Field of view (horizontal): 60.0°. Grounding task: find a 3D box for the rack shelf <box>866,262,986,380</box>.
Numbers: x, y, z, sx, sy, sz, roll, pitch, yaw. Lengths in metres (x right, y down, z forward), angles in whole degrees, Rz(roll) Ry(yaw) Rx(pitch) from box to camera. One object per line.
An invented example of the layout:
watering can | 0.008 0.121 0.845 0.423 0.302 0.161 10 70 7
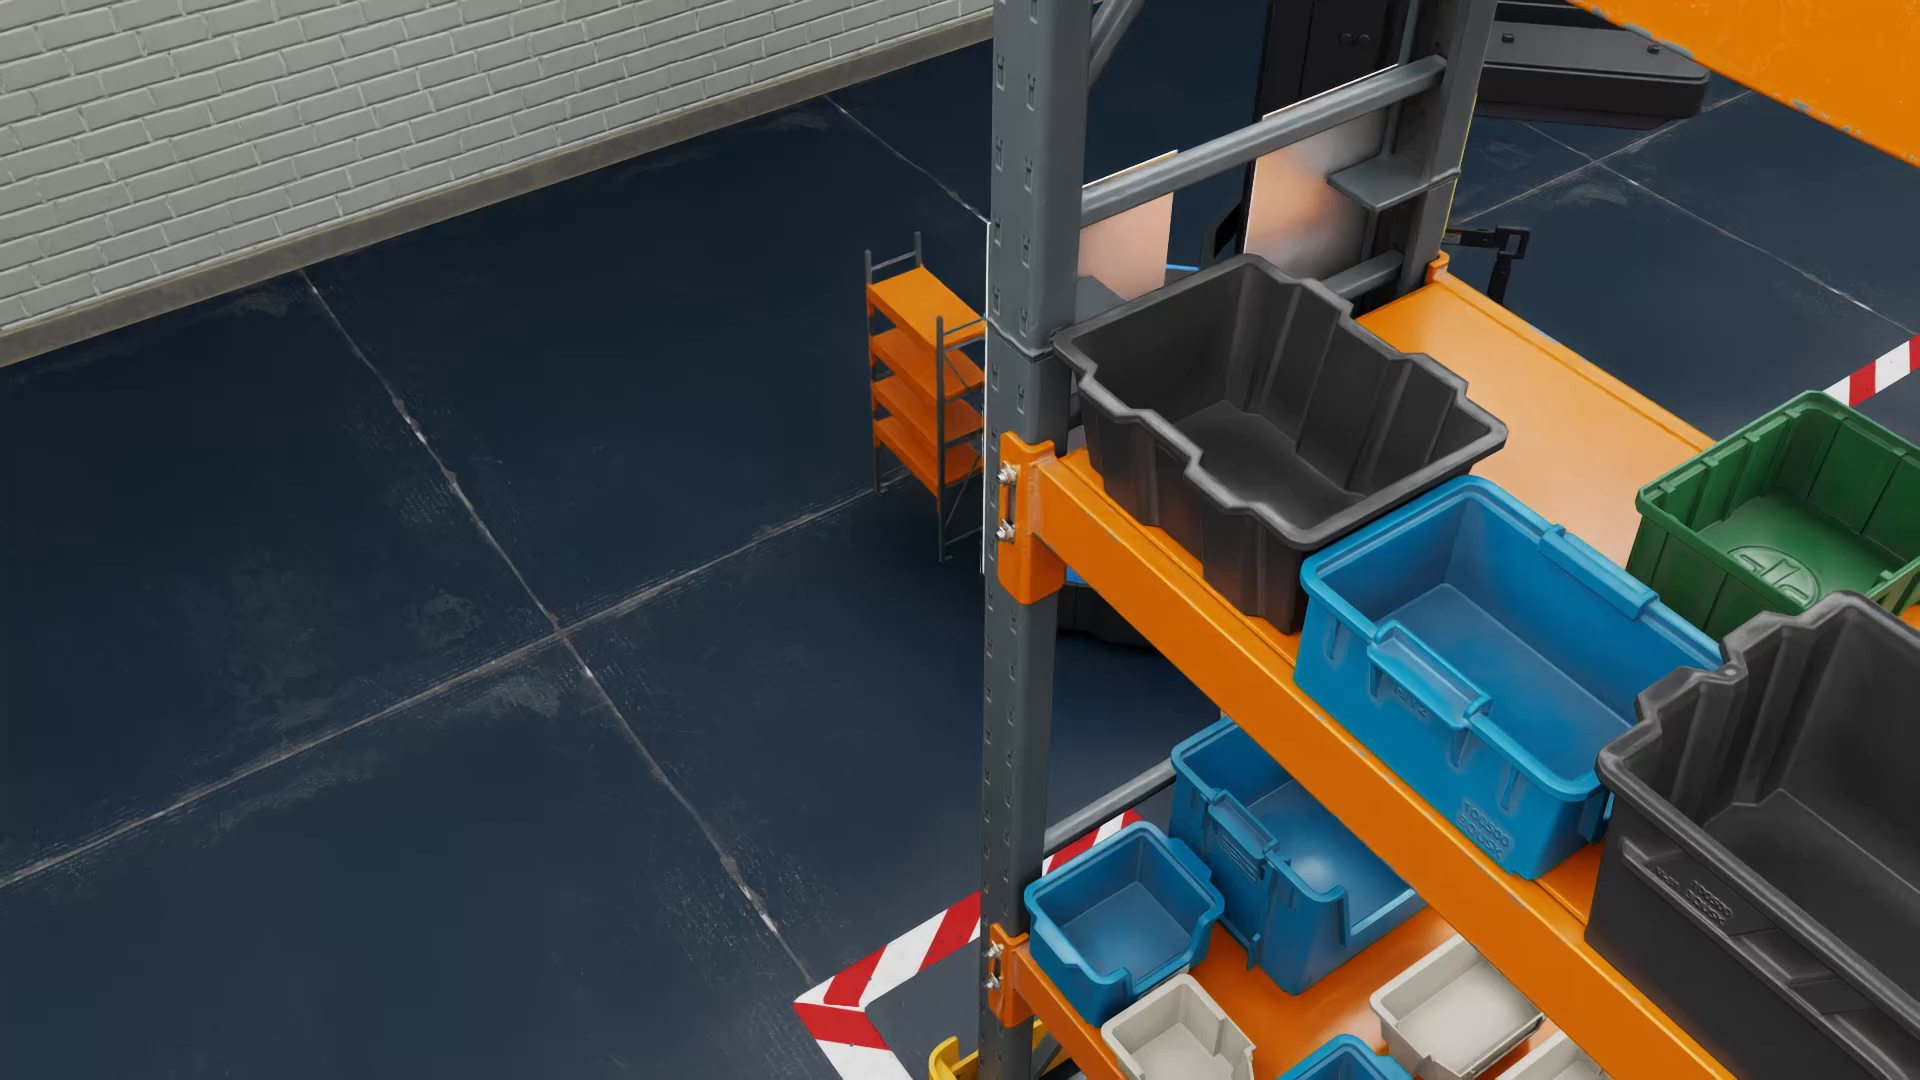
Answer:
rack shelf | -0.115 -0.816 6.167 0.258 0.148 0.480 -25 49 -24

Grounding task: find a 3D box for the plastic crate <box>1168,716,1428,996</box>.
plastic crate | 0.836 0.647 3.831 0.616 0.435 0.499 -26 49 -24

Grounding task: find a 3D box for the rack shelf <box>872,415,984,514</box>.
rack shelf | -0.115 -0.339 6.622 0.258 0.148 0.480 -25 49 -24

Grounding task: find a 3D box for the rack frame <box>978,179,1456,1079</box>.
rack frame | 0.491 0.566 3.985 1.000 3.000 0.127 -26 49 -24

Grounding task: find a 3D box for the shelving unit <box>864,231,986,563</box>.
shelving unit | -0.115 -0.532 6.438 0.258 1.200 0.503 -25 49 -24

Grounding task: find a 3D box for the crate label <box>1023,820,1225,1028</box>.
crate label | 0.362 0.875 3.739 0.416 0.233 0.303 -26 49 -24

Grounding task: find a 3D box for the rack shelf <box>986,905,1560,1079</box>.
rack shelf | 1.635 1.959 3.047 1.077 0.370 4.000 -26 49 -24

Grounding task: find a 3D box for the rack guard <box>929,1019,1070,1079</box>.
rack guard | 0.466 1.461 4.857 1.175 0.500 0.348 -26 49 -24

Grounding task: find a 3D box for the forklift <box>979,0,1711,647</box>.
forklift | 1.638 -0.892 5.562 3.031 2.935 1.130 7 44 7

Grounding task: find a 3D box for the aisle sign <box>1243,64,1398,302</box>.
aisle sign | 0.690 -0.531 3.251 0.394 0.787 0.004 -26 49 -24

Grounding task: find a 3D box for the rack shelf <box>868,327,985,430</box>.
rack shelf | -0.115 -0.645 6.330 0.258 0.148 0.480 -25 49 -24

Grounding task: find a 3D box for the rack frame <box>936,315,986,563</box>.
rack frame | 0.020 -0.391 6.291 0.240 1.200 0.015 -25 49 -24

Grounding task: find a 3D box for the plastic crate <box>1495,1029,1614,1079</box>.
plastic crate | 1.260 1.200 3.469 0.396 0.136 0.243 -26 49 -24

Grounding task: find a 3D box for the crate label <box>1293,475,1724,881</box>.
crate label | 0.754 0.185 2.320 0.408 0.251 0.502 -26 49 -24

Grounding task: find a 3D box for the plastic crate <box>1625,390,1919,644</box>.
plastic crate | 1.289 0.003 2.555 0.450 0.188 0.336 -26 49 -24

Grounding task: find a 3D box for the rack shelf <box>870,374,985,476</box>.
rack shelf | -0.115 -0.483 6.484 0.258 0.148 0.480 -25 49 -24

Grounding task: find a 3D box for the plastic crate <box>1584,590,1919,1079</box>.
plastic crate | 1.139 0.477 1.951 0.504 0.338 0.767 -26 49 -24

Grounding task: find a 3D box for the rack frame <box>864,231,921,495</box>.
rack frame | -0.250 -0.672 6.585 0.240 1.200 0.015 -25 49 -24

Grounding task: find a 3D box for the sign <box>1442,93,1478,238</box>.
sign | 0.933 -0.708 3.223 0.100 0.325 0.005 -26 49 -24

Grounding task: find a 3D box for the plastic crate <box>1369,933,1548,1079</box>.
plastic crate | 1.106 1.030 3.647 0.396 0.136 0.243 -26 49 -24

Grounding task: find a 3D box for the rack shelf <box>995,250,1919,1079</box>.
rack shelf | 1.635 0.874 2.011 1.077 0.370 4.000 -26 49 -24

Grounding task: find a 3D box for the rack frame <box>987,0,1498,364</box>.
rack frame | 0.491 -1.604 1.914 1.000 3.000 0.127 -26 49 -24

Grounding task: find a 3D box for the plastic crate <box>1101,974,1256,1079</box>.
plastic crate | 0.478 1.124 3.548 0.250 0.136 0.298 -26 49 -24

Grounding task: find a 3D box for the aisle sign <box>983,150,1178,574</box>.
aisle sign | 0.206 -0.298 3.007 0.394 0.787 0.004 -26 49 -24

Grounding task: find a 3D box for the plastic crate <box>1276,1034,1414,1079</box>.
plastic crate | 0.739 1.247 3.349 0.416 0.233 0.300 -26 49 -24

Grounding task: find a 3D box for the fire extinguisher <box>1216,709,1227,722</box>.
fire extinguisher | 0.777 0.464 4.418 0.296 0.674 0.183 -26 49 -24

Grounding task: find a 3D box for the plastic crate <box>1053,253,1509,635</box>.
plastic crate | 0.482 -0.144 2.651 0.497 0.269 0.590 -26 49 -24
